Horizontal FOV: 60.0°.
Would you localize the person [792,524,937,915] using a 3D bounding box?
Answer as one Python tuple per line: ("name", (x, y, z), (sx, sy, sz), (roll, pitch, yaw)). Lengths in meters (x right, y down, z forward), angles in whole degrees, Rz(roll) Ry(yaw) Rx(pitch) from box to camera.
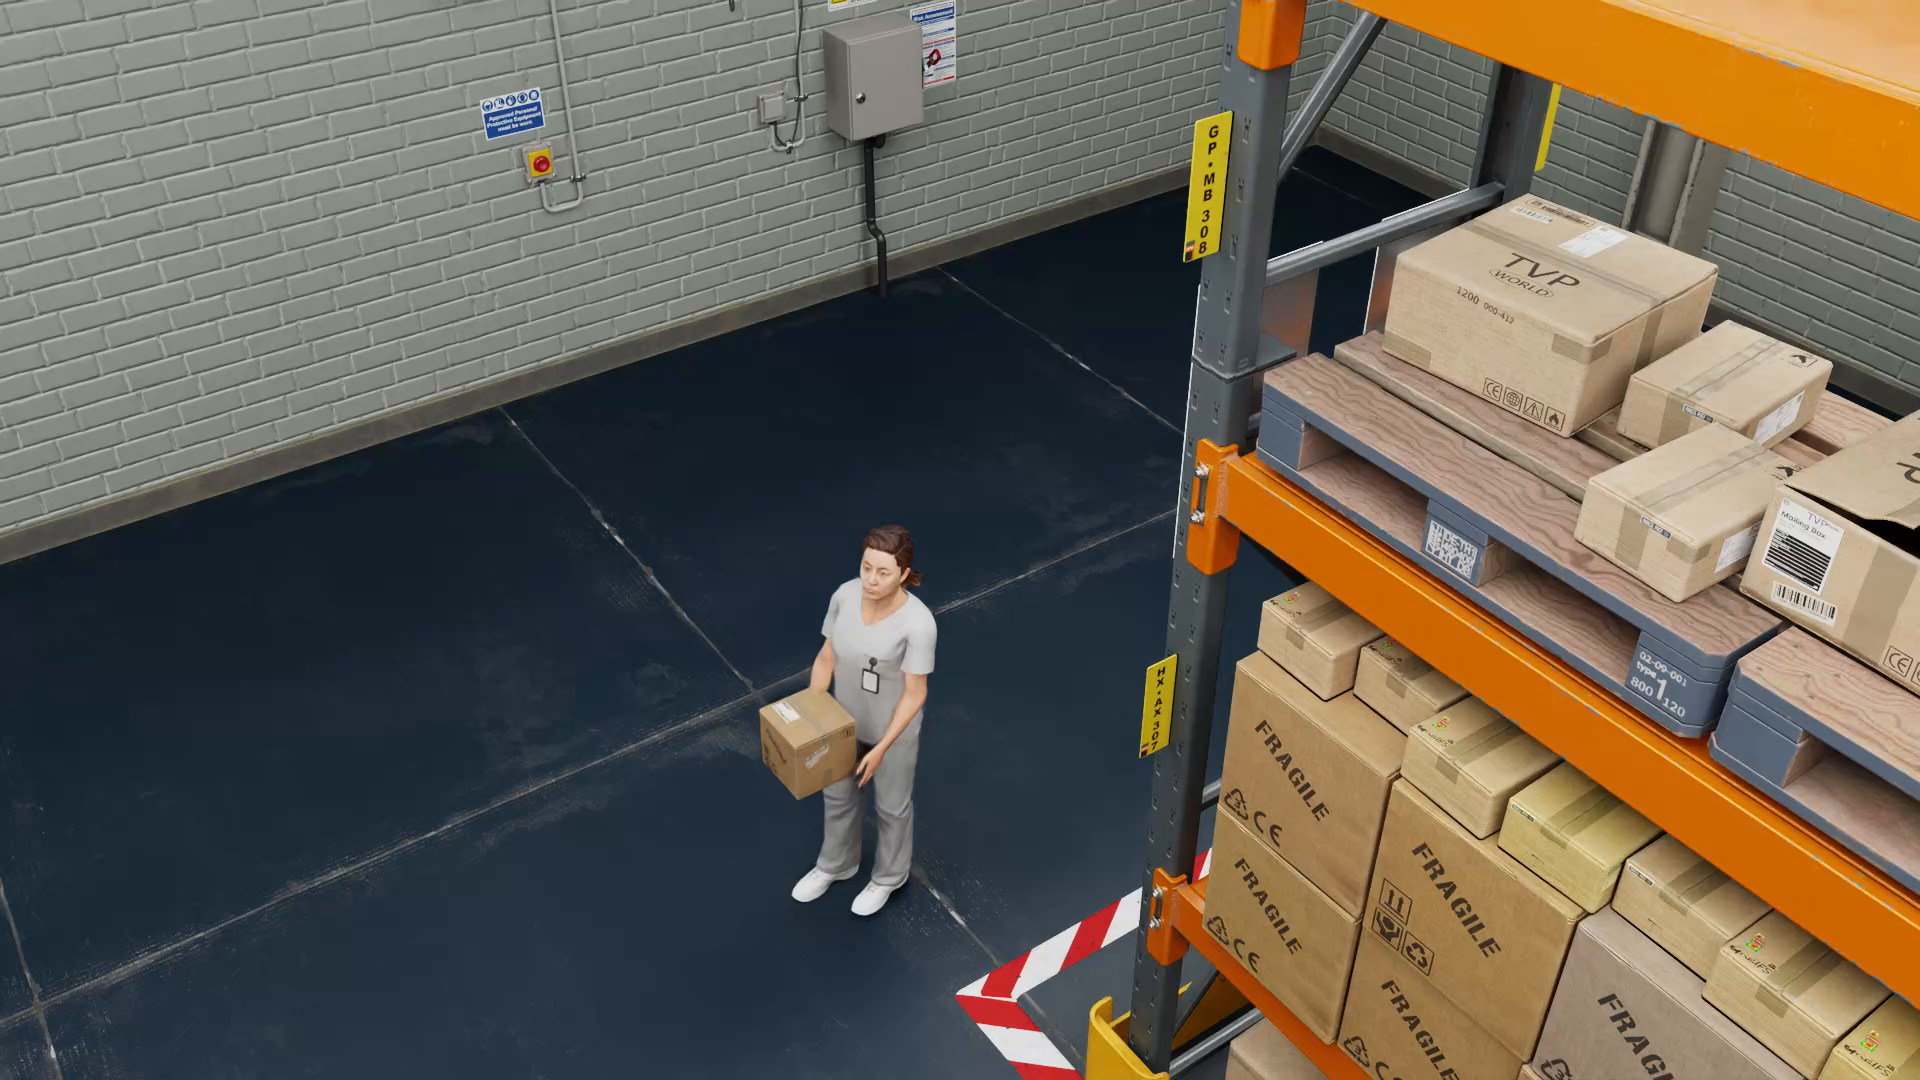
("person", (-0.340, 0.688, 6.068), (0.500, 1.678, 0.514), (19, 41, 24))
